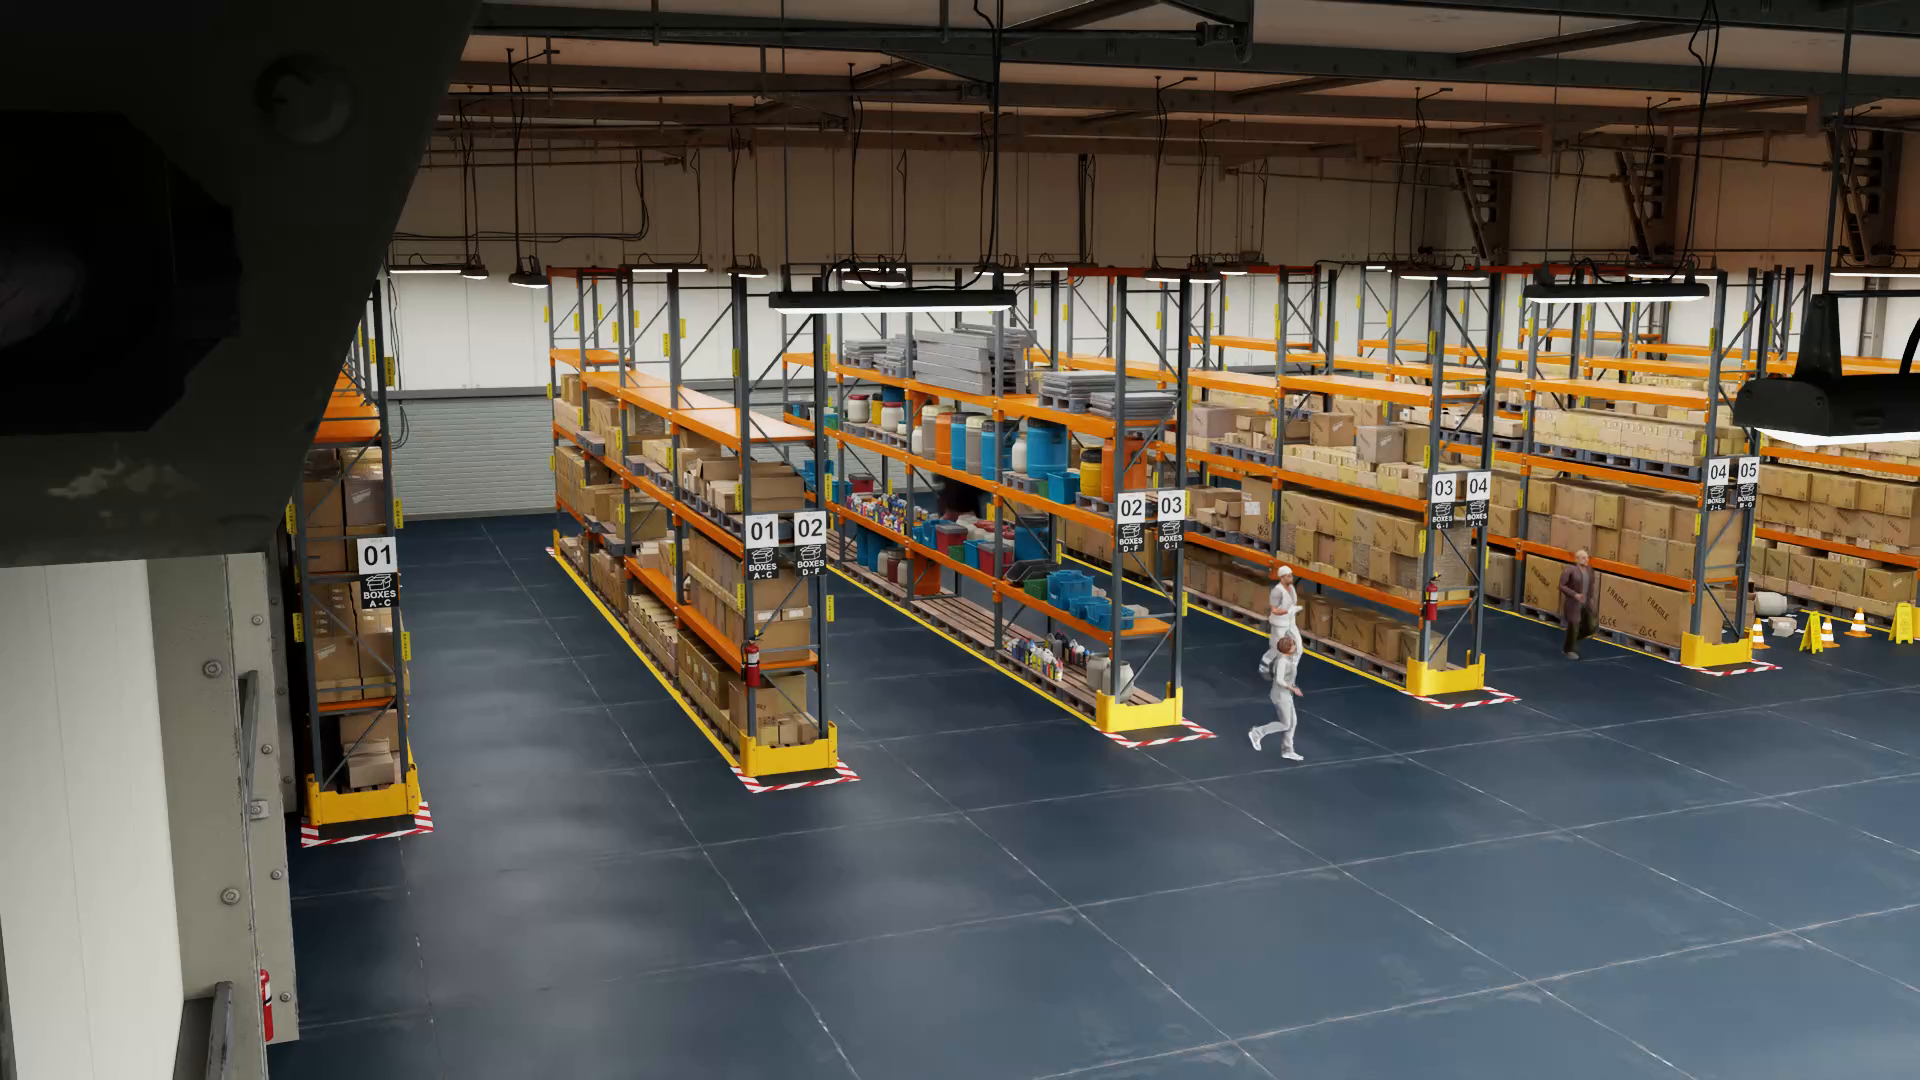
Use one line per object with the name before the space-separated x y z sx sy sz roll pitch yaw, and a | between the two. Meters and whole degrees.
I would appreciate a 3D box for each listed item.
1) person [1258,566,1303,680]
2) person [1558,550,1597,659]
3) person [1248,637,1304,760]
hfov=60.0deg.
person | 4.676 1.282 24.235 0.660 1.864 0.806 -8 13 -39
person | 9.647 1.016 25.877 0.725 1.732 0.646 -3 10 -16
person | 3.980 1.981 20.854 0.694 1.586 0.543 2 10 10
